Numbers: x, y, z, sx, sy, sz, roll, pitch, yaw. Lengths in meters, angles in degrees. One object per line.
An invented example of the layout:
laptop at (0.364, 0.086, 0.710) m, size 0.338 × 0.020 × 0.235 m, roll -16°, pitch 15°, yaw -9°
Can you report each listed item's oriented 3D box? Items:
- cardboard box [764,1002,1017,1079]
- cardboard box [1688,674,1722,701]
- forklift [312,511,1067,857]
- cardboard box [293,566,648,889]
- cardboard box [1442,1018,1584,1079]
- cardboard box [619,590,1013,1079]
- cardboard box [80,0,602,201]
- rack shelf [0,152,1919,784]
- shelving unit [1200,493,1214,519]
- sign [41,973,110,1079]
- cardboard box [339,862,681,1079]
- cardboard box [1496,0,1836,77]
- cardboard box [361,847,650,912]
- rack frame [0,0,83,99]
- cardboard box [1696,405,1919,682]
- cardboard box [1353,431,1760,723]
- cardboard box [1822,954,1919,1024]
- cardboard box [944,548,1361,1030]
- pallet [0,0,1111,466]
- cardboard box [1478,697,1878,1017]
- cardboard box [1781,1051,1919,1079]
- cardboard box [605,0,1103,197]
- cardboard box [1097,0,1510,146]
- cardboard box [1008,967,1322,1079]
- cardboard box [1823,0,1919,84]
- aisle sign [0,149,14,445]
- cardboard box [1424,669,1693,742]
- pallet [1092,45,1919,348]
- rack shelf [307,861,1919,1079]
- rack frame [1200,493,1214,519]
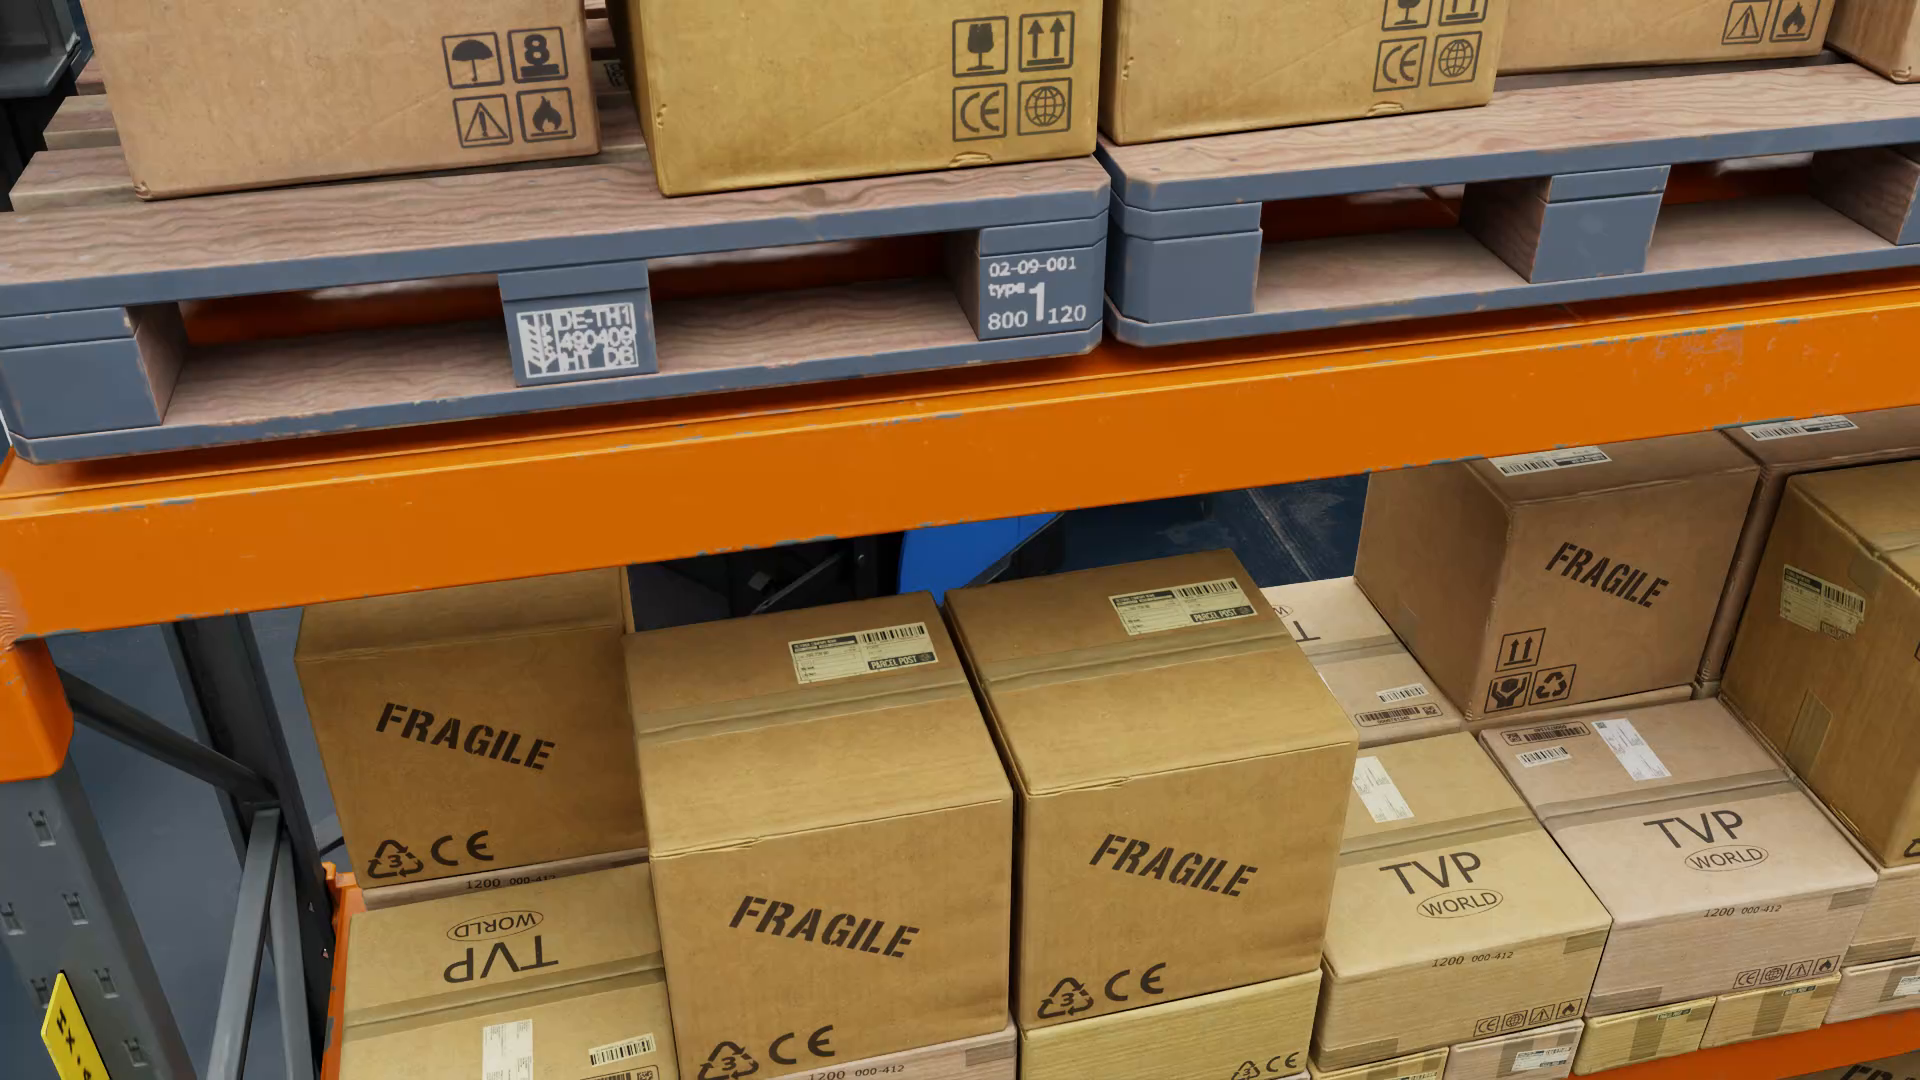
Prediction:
cardboard box at (-0.210, 0.758, 2.797) m, size 0.500 × 0.250 × 0.500 m, roll -8°, pitch 35°, yaw -11°
cardboard box at (1.655, 0.219, 3.599) m, size 0.500 × 0.250 × 0.500 m, roll -7°, pitch 35°, yaw -11°
forklift at (-0.887, -0.609, 5.027) m, size 1.130 × 2.935 × 3.031 m, roll 23°, pitch 40°, yaw 30°
cardboard box at (-0.827, 0.223, 2.920) m, size 0.500 × 0.500 × 0.500 m, roll -7°, pitch 34°, yaw -10°
cardboard box at (0.931, 0.816, 3.068) m, size 0.250 × 0.149 × 0.380 m, roll -7°, pitch 34°, yaw -10°
cardboard box at (-0.228, 0.452, 2.579) m, size 0.500 × 0.500 × 0.500 m, roll -8°, pitch 35°, yaw -12°
cardboard box at (-0.748, -0.797, 1.998) m, size 0.500 × 0.500 × 0.700 m, roll -9°, pitch 35°, yaw -13°
rack shelf at (0.707, -0.394, 2.599) m, size 4.000 × 0.370 × 1.077 m, roll -7°, pitch 35°, yaw -11°
shelving unit at (0.514, -0.847, 6.666) m, size 1.048 × 1.500 × 0.538 m, roll 0°, pitch 34°, yaw -1°
sign at (-1.127, 0.709, 2.154) m, size 0.005 × 0.325 × 0.100 m, roll -7°, pitch 35°, yaw -11°
cardboard box at (-0.716, 0.825, 2.696) m, size 0.500 × 0.250 × 0.500 m, roll -8°, pitch 35°, yaw -12°
cardboard box at (0.841, -1.016, 2.325) m, size 0.500 × 0.500 × 0.700 m, roll -6°, pitch 34°, yaw -8°
cardboard box at (-0.830, 0.534, 3.131) m, size 0.500 × 0.250 × 0.500 m, roll -8°, pitch 35°, yaw -11°
rack frame at (-1.244, -1.692, 1.196) m, size 0.127 × 3.000 × 1.000 m, roll -7°, pitch 35°, yaw -11°
cardboard box at (1.652, -0.089, 3.386) m, size 0.500 × 0.500 × 0.500 m, roll -7°, pitch 35°, yaw -11°
cardboard box at (1.146, -0.023, 3.287) m, size 0.500 × 0.500 × 0.500 m, roll -8°, pitch 35°, yaw -12°
cardboard box at (1.680, 0.722, 3.208) m, size 0.250 × 0.149 × 0.380 m, roll -7°, pitch 34°, yaw -10°
cardboard box at (0.276, 0.385, 2.679) m, size 0.500 × 0.500 × 0.500 m, roll -8°, pitch 35°, yaw -12°
pallet at (-0.522, -0.507, 2.201) m, size 1.213 × 0.211 × 1.003 m, roll -7°, pitch 35°, yaw -11°
cardboard box at (1.283, 0.570, 3.076) m, size 0.500 × 0.250 × 0.500 m, roll -7°, pitch 34°, yaw -10°
cardboard box at (1.996, 1.052, 4.020) m, size 0.875 × 0.875 × 0.875 m, roll -7°, pitch 35°, yaw -11°
cardboard box at (-0.173, -0.801, 2.004) m, size 0.500 × 0.500 × 0.700 m, roll -8°, pitch 35°, yaw -12°
cardboard box at (0.321, -0.891, 2.138) m, size 0.500 × 0.500 × 0.700 m, roll -9°, pitch 35°, yaw -14°
cardboard box at (0.280, 0.698, 2.886) m, size 0.500 × 0.250 × 0.500 m, roll -8°, pitch 35°, yaw -12°
cardboard box at (1.382, -1.004, 2.305) m, size 0.500 × 0.500 × 0.700 m, roll -5°, pitch 34°, yaw -8°
aisle sign at (-1.380, -0.435, 2.373) m, size 0.004 × 0.787 × 0.394 m, roll -7°, pitch 35°, yaw -11°
cardboard box at (1.151, 0.286, 3.499) m, size 0.500 × 0.250 × 0.500 m, roll -6°, pitch 34°, yaw -9°
pallet at (0.670, -0.659, 2.428) m, size 1.213 × 0.211 × 1.003 m, roll -7°, pitch 35°, yaw -11°
rack shelf at (0.707, 0.851, 3.435) m, size 4.000 × 0.370 × 1.077 m, roll -7°, pitch 35°, yaw -11°
rack frame at (1.022, -0.851, 6.672) m, size 0.032 × 1.500 × 0.500 m, roll 0°, pitch 34°, yaw -1°
